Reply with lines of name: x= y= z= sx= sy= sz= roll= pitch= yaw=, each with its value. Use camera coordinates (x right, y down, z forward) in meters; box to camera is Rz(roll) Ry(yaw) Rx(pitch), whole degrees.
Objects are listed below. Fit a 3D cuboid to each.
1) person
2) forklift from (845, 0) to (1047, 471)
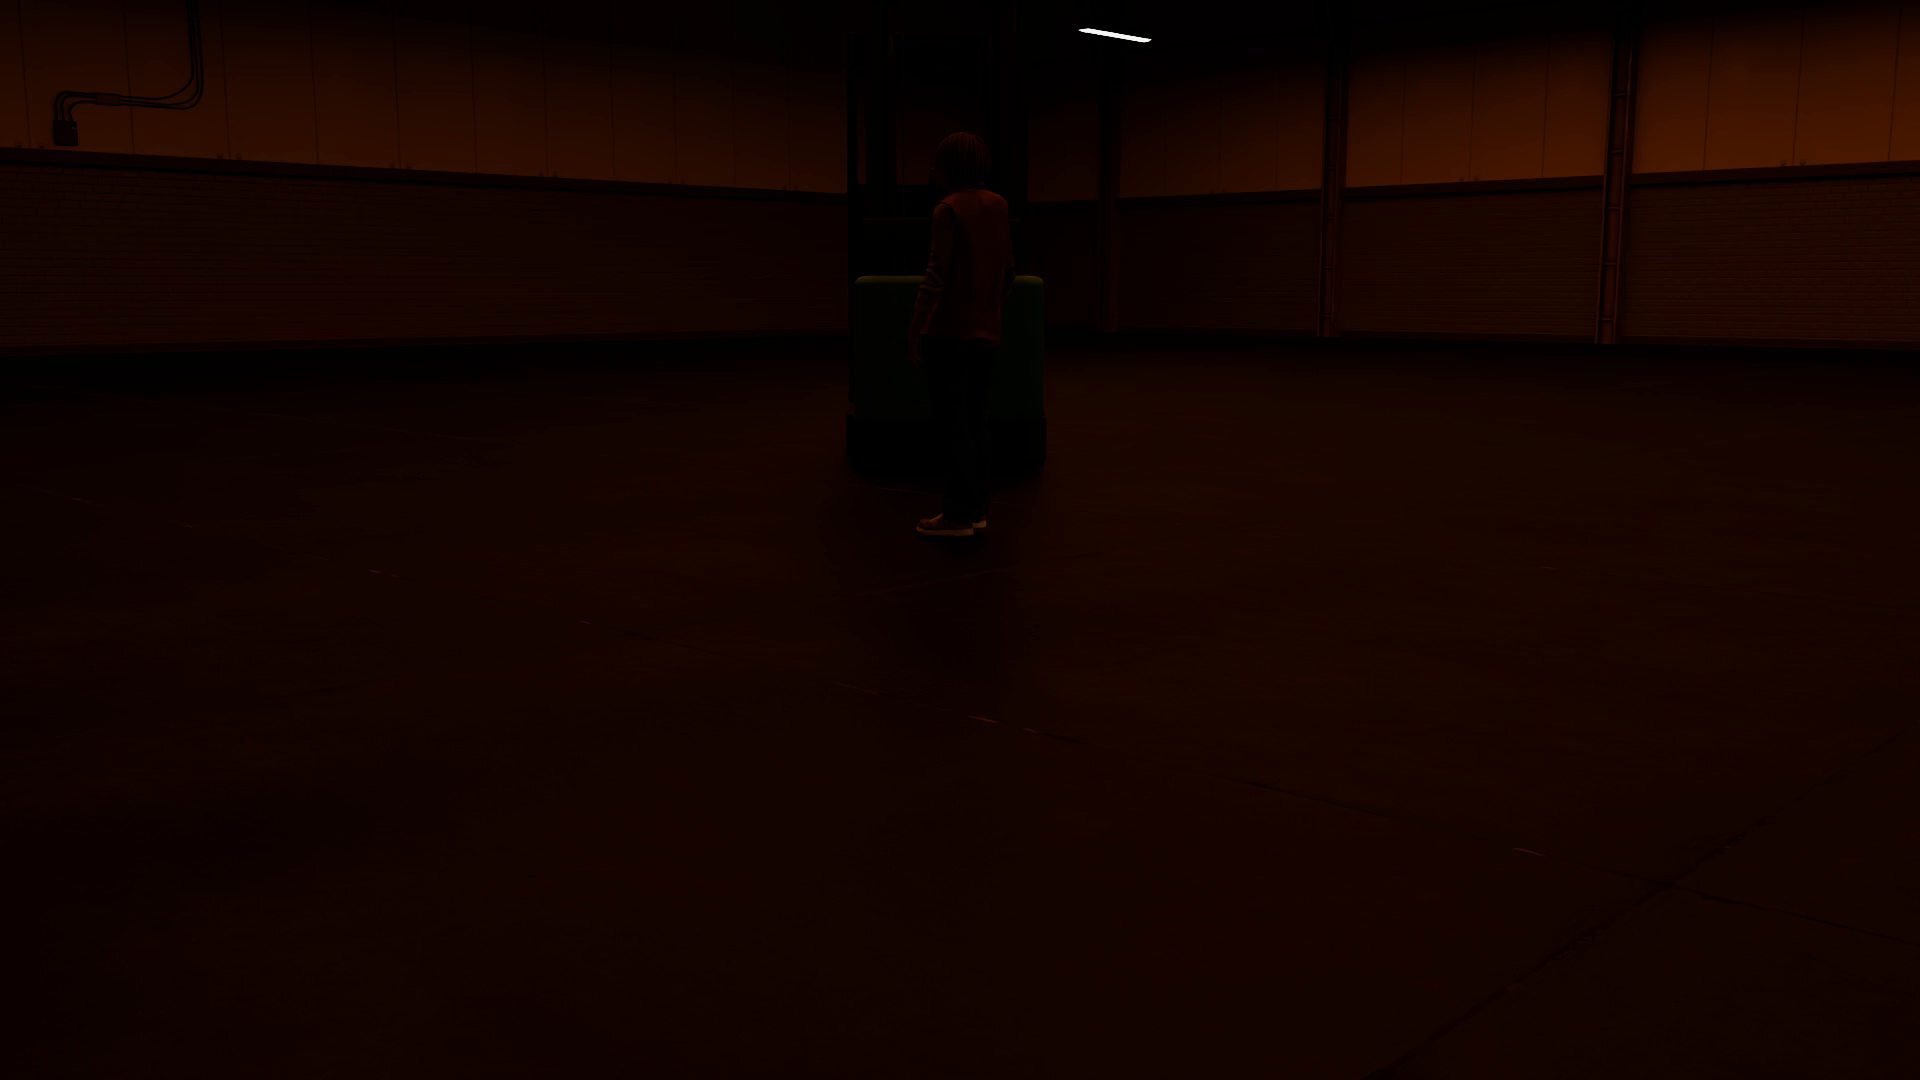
person: x=-0.043 y=-0.806 z=6.658 sx=0.476 sy=1.597 sz=0.520 roll=8 pitch=12 yaw=43
forklift: x=-0.154 y=-2.016 z=10.263 sx=1.130 sy=2.935 sz=3.031 roll=-1 pitch=9 yaw=-4
